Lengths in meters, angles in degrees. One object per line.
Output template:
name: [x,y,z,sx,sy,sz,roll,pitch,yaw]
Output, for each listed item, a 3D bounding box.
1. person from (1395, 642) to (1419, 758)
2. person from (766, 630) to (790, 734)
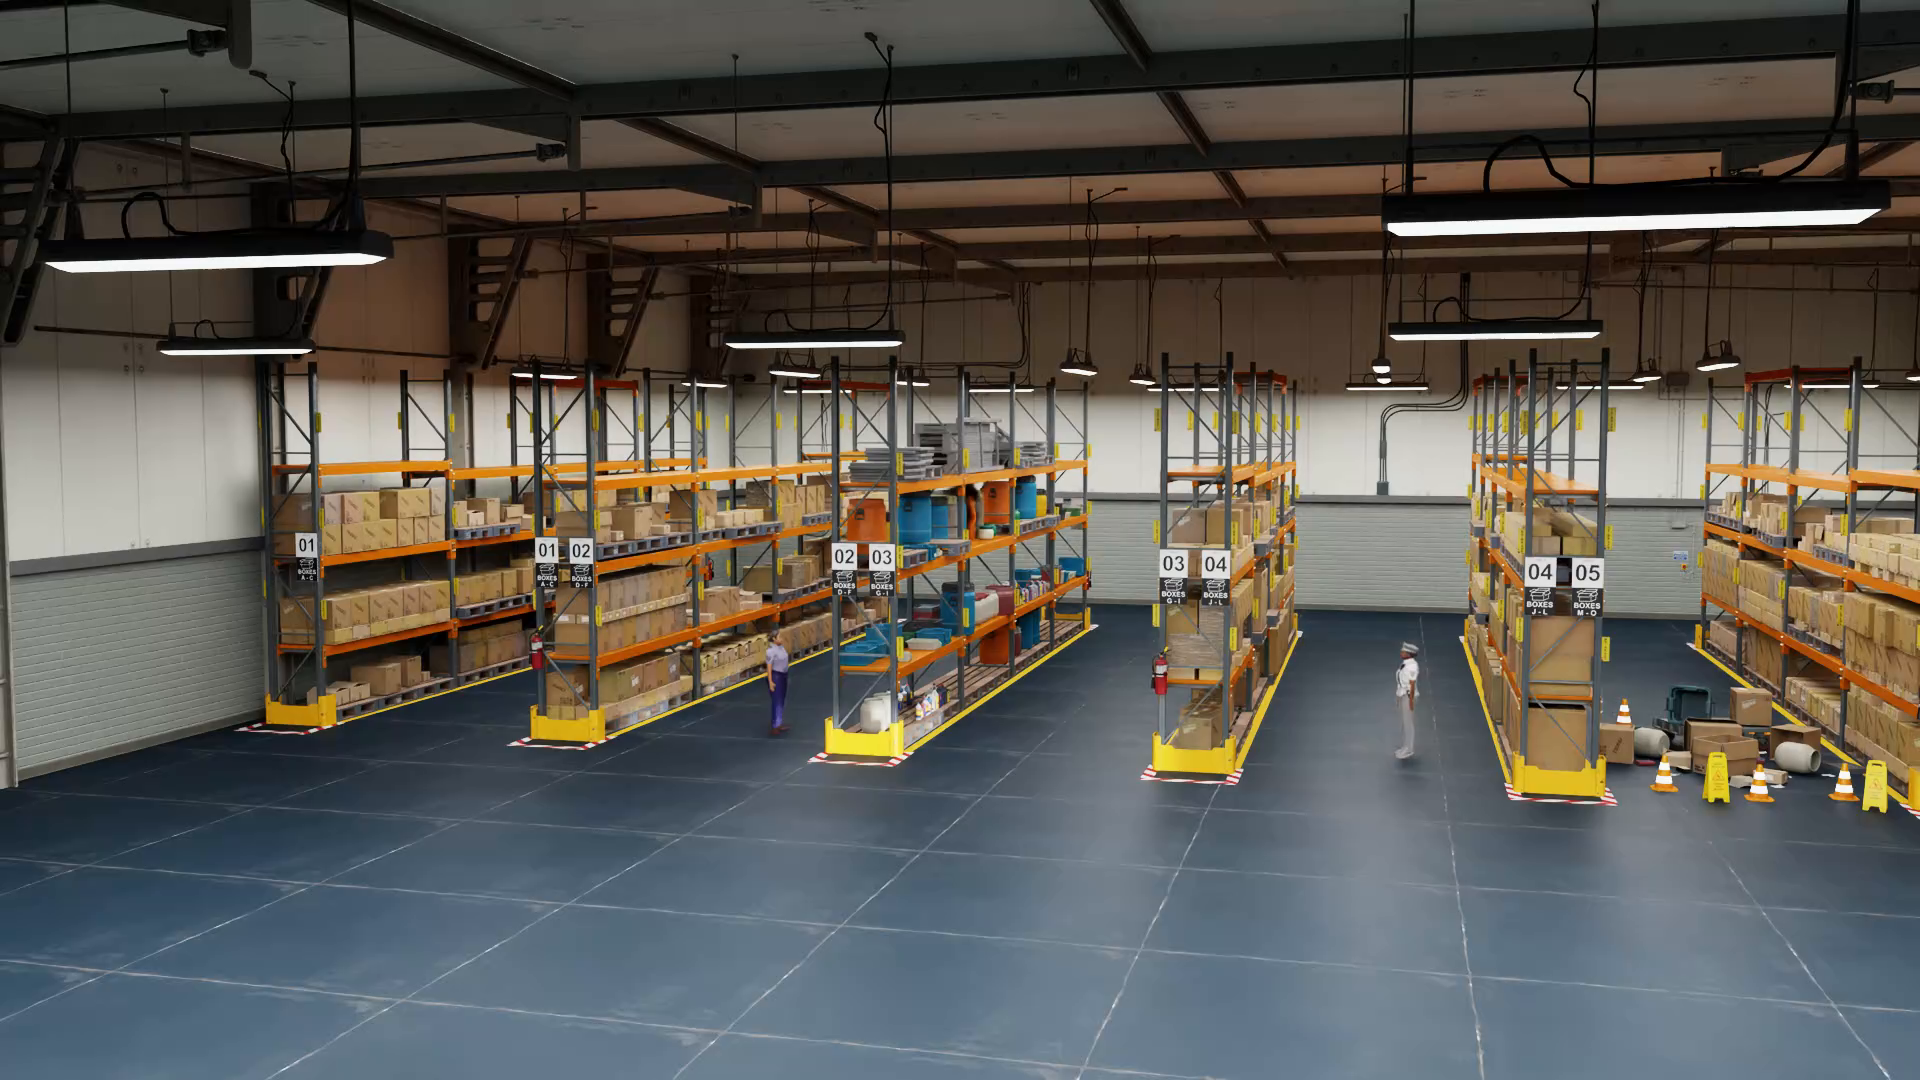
person: [6.723,2.402,25.065,0.415,1.705,0.569,0,4,-1]
person: [-2.961,2.289,27.021,0.346,1.657,0.567,1,4,17]
